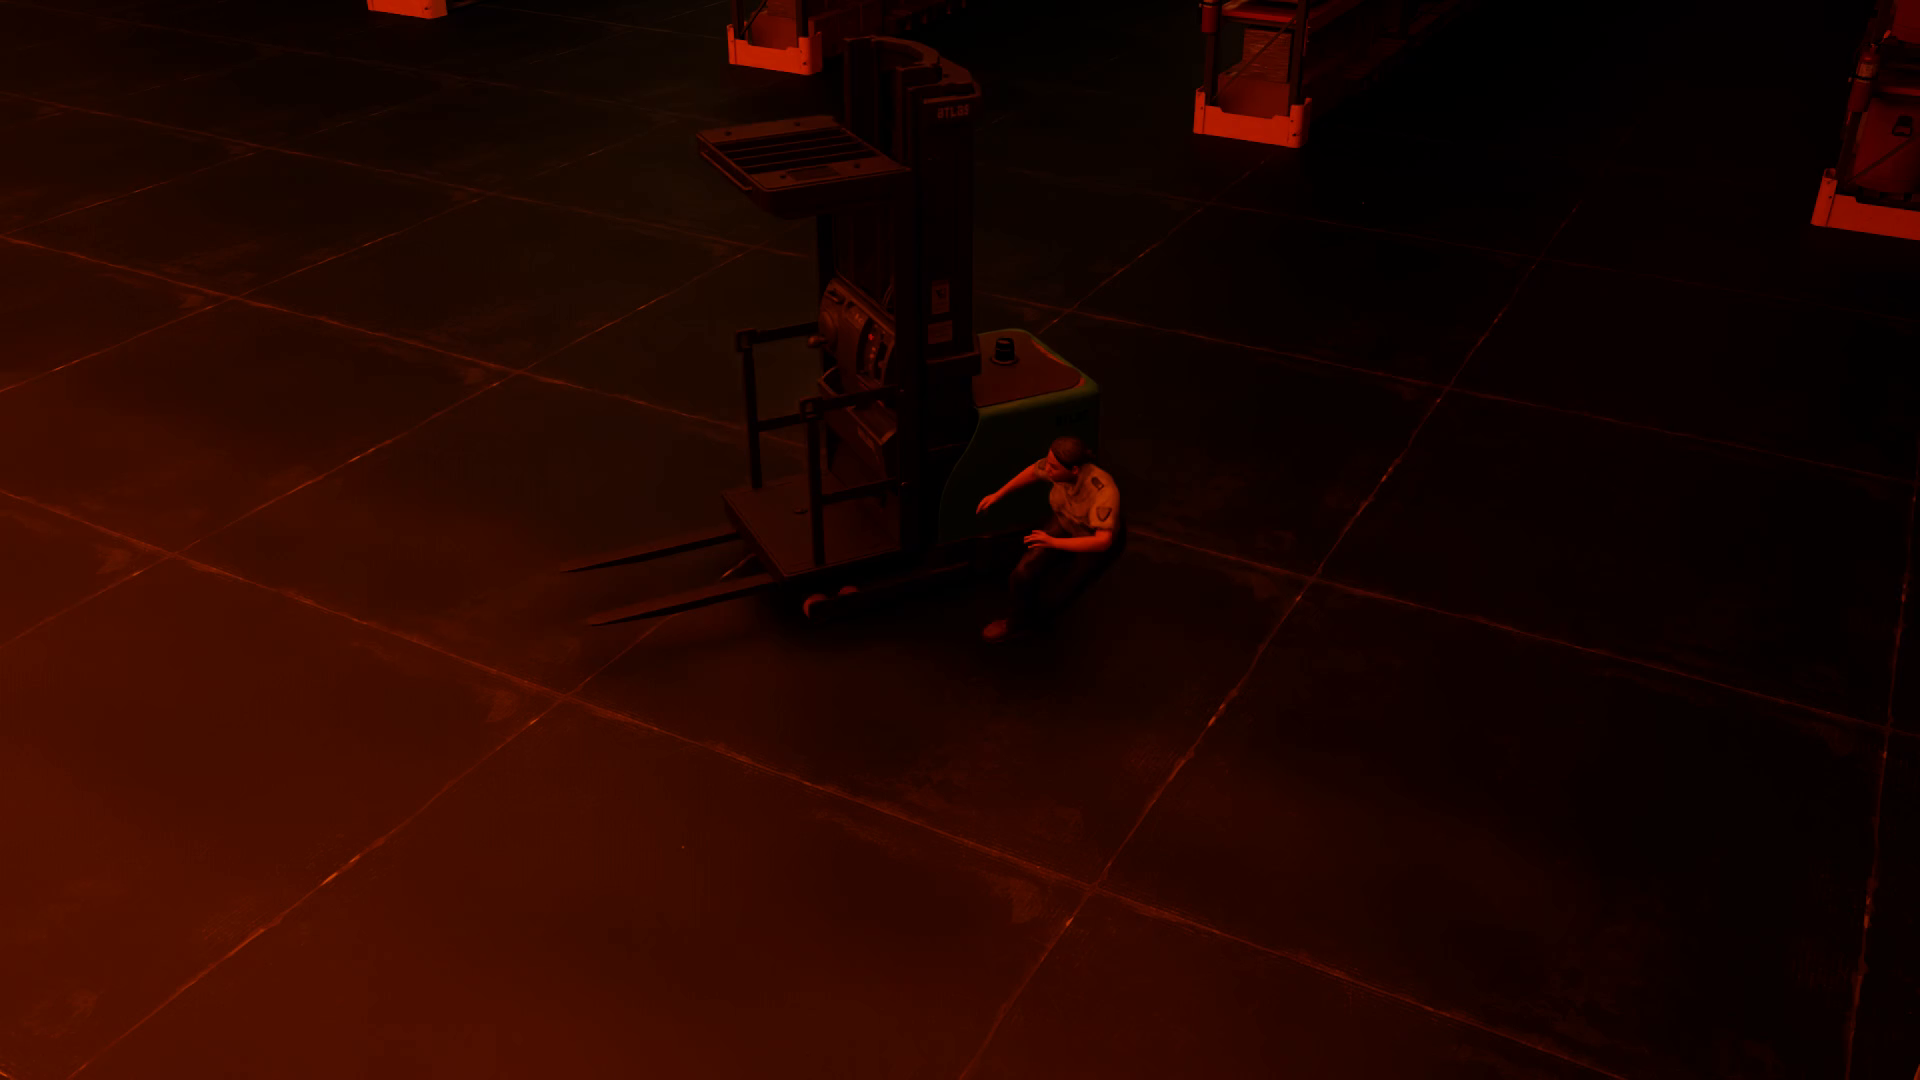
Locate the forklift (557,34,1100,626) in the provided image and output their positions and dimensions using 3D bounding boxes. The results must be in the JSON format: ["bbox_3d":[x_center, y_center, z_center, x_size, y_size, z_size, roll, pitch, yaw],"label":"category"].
[{"bbox_3d":[-0.746,-1.108,8.990,3.031,2.935,1.130,-14,33,-22],"label":"forklift"}]

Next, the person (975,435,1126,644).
[{"bbox_3d":[0.462,0.051,8.514,0.913,1.426,0.854,20,35,30],"label":"person"}]
